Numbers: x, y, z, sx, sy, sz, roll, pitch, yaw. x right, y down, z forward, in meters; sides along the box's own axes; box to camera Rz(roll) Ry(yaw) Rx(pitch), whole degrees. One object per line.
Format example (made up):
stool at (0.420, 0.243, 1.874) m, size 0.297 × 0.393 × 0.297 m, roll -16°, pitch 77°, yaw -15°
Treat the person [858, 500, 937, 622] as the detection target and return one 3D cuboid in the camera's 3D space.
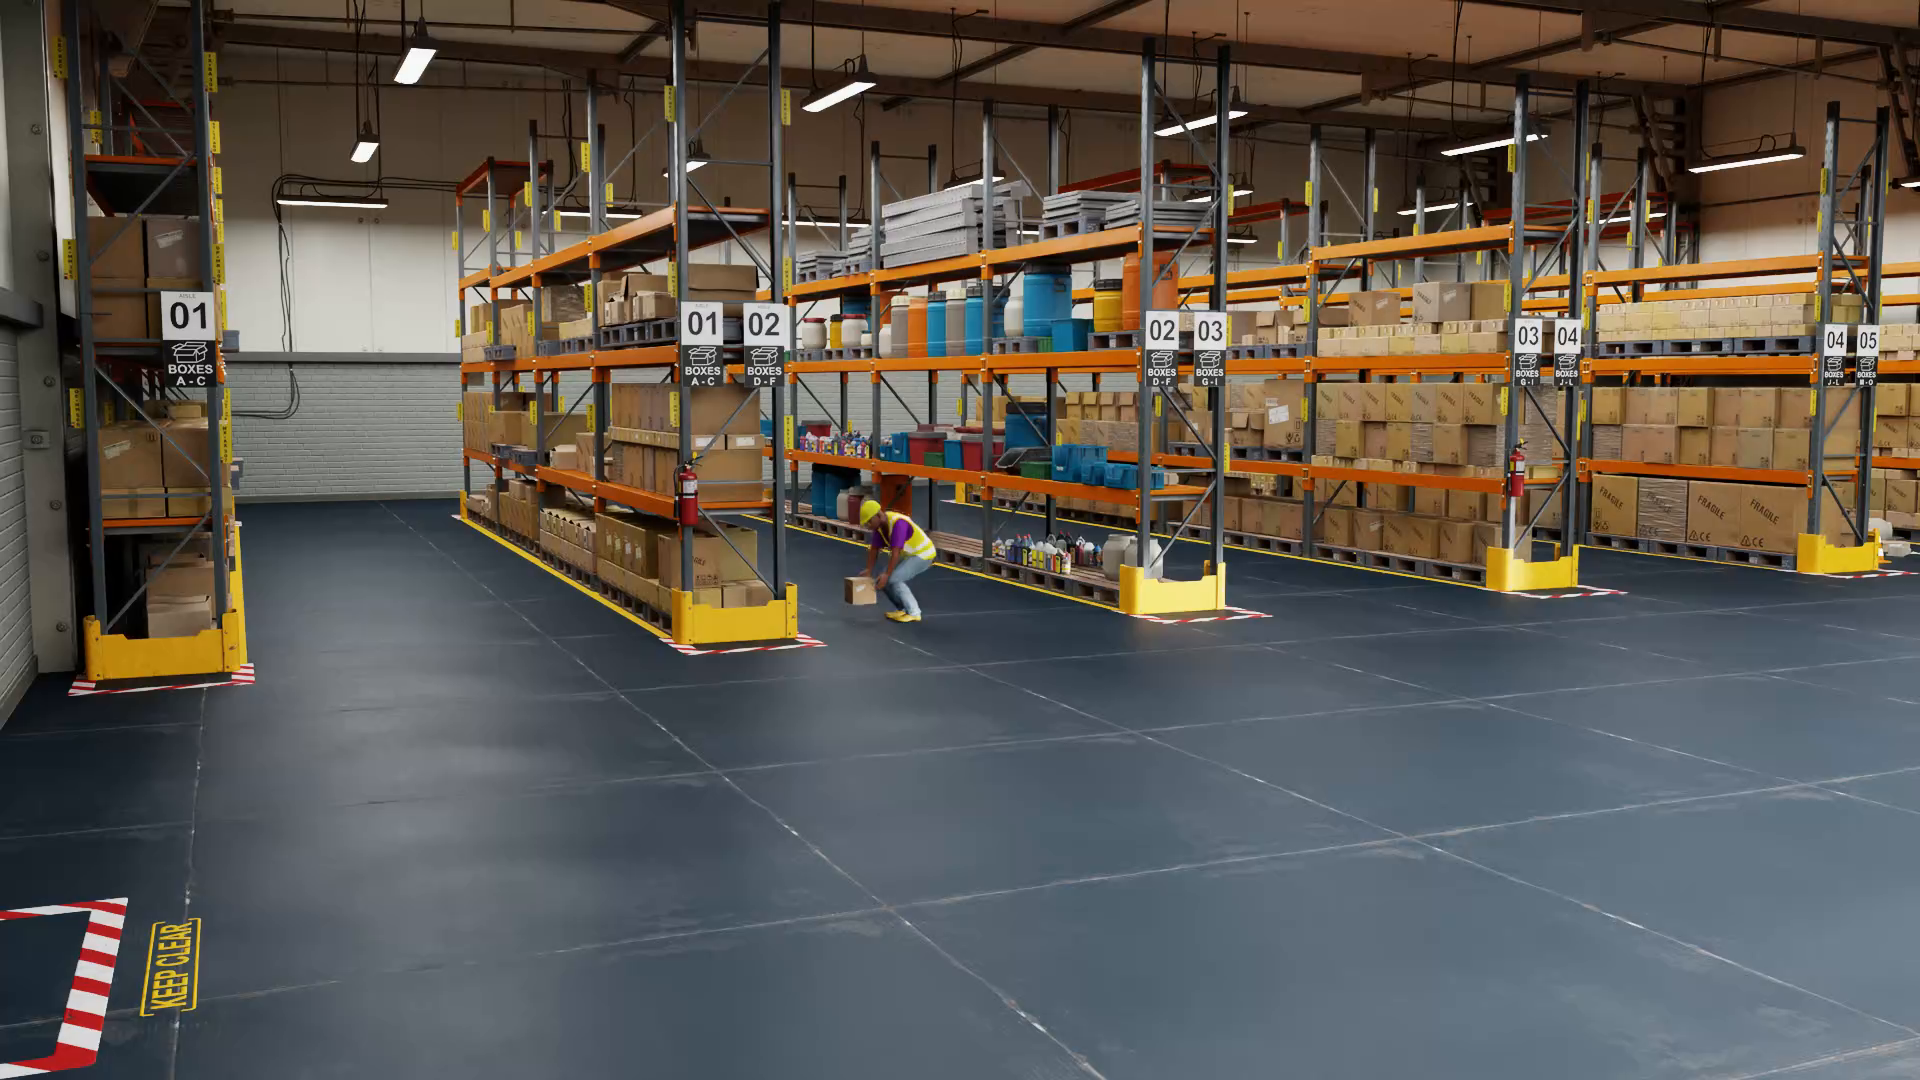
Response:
person at (-0.643, 0.208, 17.147) m, size 0.823 × 1.260 × 0.626 m, roll -2°, pitch 6°, yaw -24°
